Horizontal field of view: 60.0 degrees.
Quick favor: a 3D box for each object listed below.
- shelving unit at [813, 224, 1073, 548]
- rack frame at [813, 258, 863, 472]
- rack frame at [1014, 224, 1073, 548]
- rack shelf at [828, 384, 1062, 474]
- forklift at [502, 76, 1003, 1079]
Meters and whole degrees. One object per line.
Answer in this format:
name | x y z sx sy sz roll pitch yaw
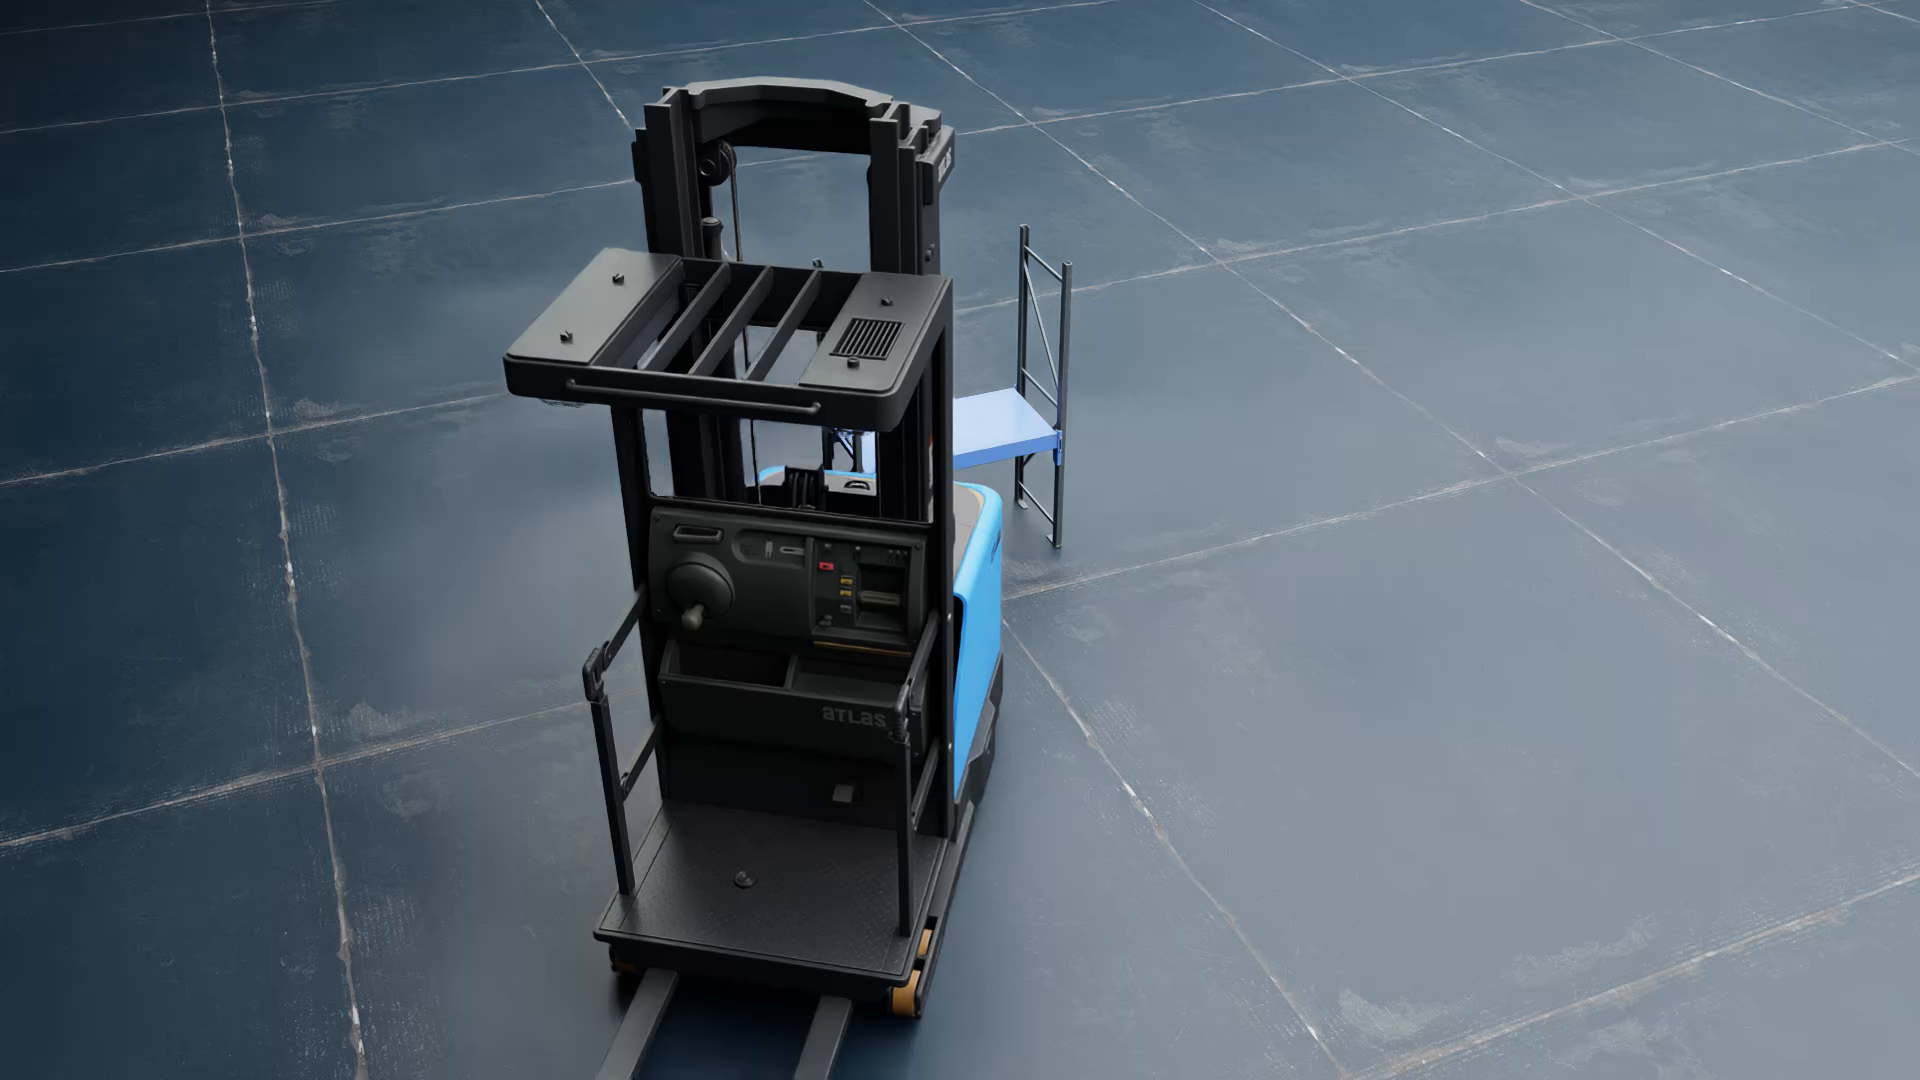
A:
shelving unit | -0.079 -0.611 7.813 1.048 1.500 0.538 -13 35 -19
rack frame | -0.547 -0.503 7.648 0.032 1.500 0.500 -13 35 -19
rack frame | 0.390 -0.718 7.978 0.032 1.500 0.500 -13 35 -19
rack shelf | -0.079 -0.460 7.911 1.000 0.185 0.538 -13 35 -19
forklift | -0.612 0.190 5.270 1.130 2.935 3.031 6 34 9
